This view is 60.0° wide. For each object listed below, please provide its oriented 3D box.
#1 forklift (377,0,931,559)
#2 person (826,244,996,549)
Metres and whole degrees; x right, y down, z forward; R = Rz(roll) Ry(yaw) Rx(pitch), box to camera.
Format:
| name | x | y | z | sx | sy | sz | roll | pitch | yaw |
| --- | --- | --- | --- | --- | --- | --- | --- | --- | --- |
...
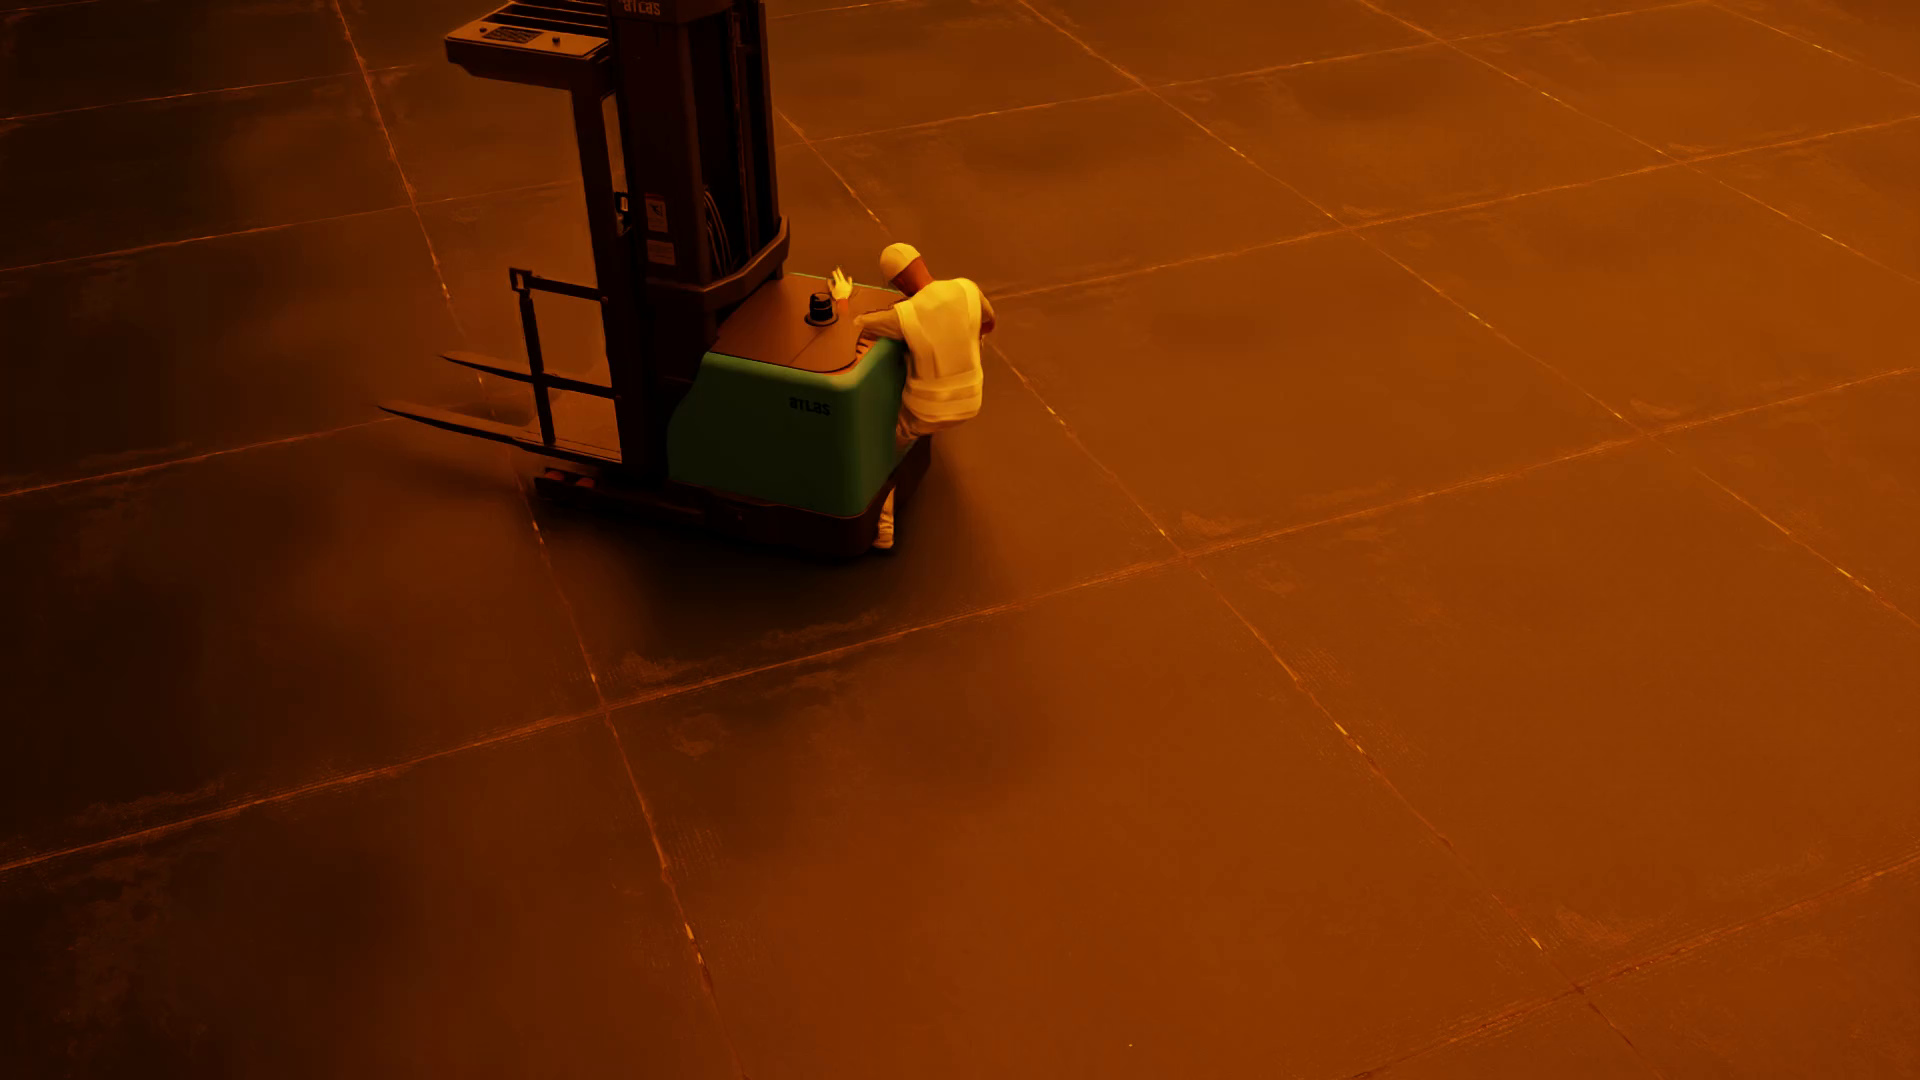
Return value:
| name | x | y | z | sx | sy | sz | roll | pitch | yaw |
| --- | --- | --- | --- | --- | --- | --- | --- | --- | --- |
| forklift | -1.730 | -1.629 | 8.389 | 3.031 | 2.935 | 1.130 | 13 | 37 | 17 |
| person | -0.283 | -0.917 | 8.700 | 1.028 | 1.450 | 1.160 | -16 | 38 | -21 |
